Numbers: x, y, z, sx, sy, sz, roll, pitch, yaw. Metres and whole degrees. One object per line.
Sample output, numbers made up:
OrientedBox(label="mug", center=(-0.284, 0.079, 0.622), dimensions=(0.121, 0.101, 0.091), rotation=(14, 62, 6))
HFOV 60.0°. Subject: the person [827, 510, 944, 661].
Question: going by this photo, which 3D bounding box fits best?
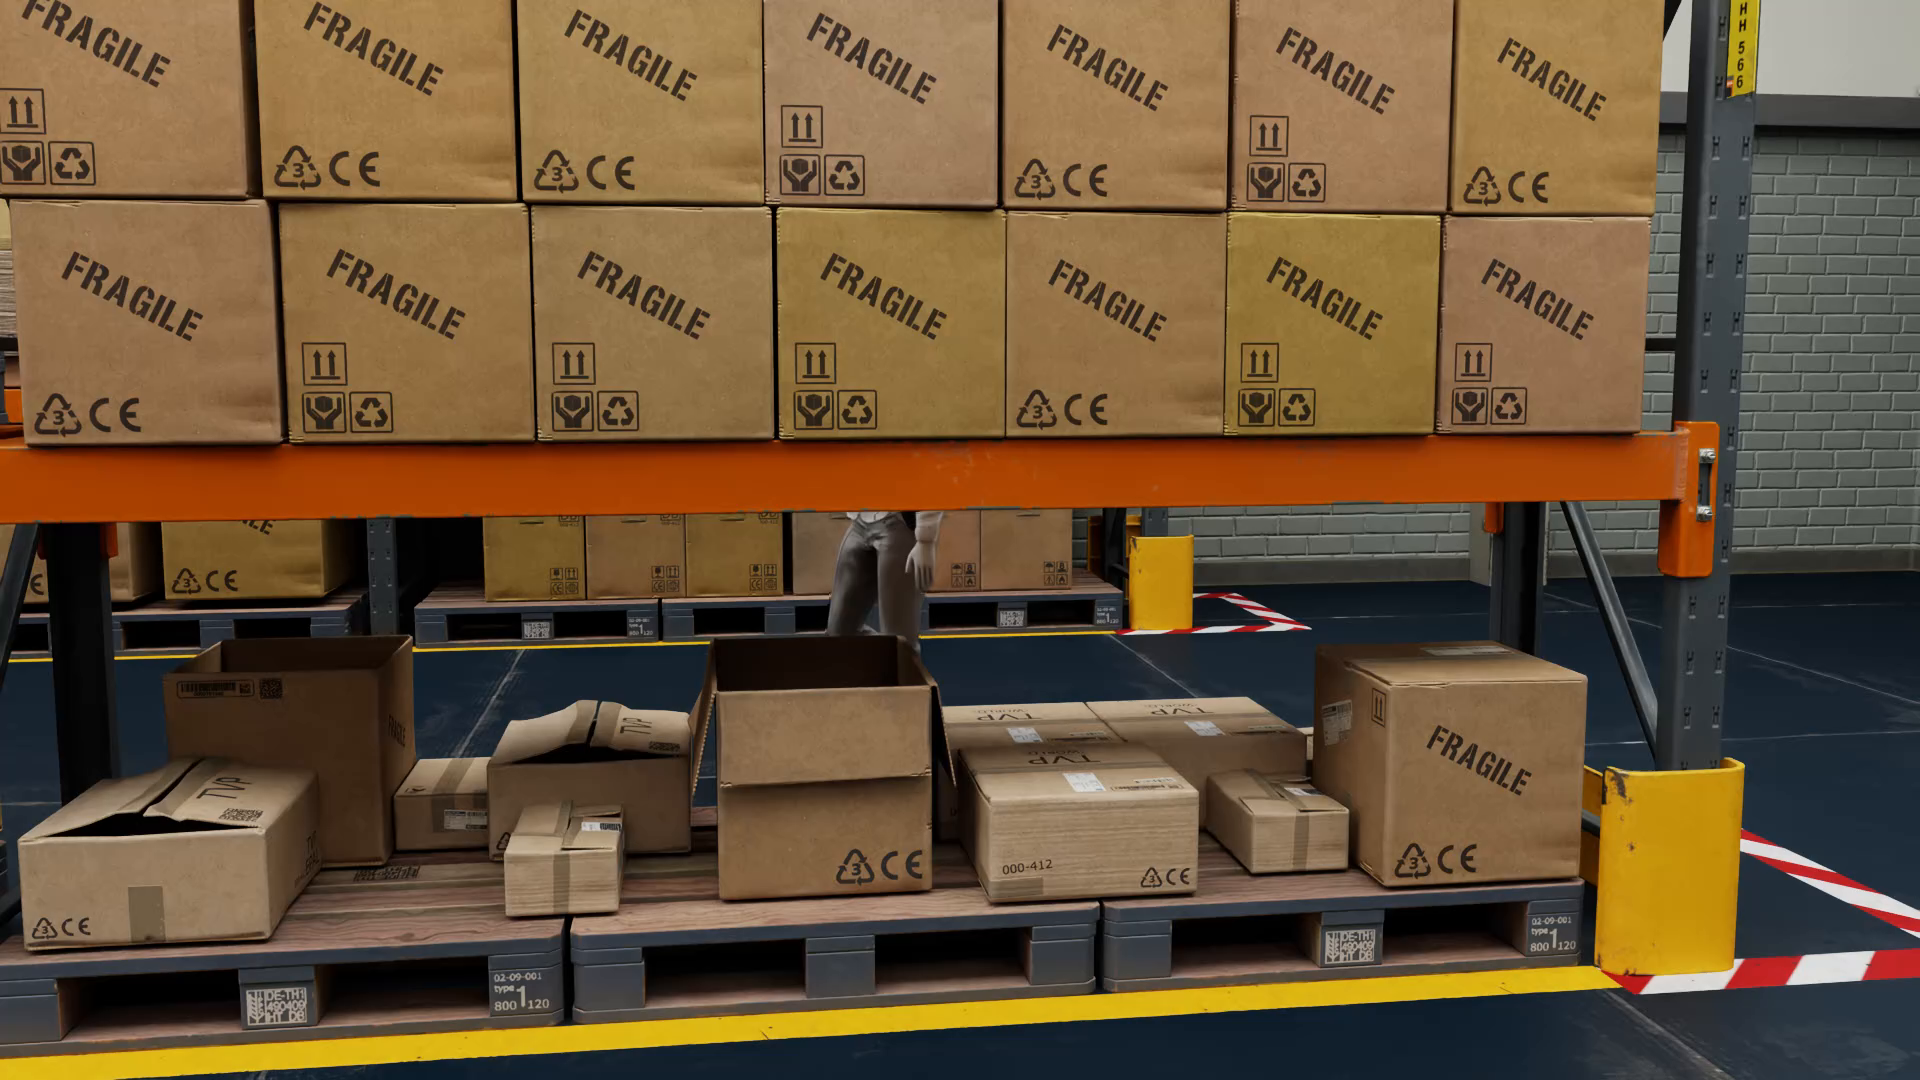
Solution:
OrientedBox(label="person", center=(-0.230, -0.006, 5.724), dimensions=(0.484, 1.672, 0.558), rotation=(-4, 8, -29))
